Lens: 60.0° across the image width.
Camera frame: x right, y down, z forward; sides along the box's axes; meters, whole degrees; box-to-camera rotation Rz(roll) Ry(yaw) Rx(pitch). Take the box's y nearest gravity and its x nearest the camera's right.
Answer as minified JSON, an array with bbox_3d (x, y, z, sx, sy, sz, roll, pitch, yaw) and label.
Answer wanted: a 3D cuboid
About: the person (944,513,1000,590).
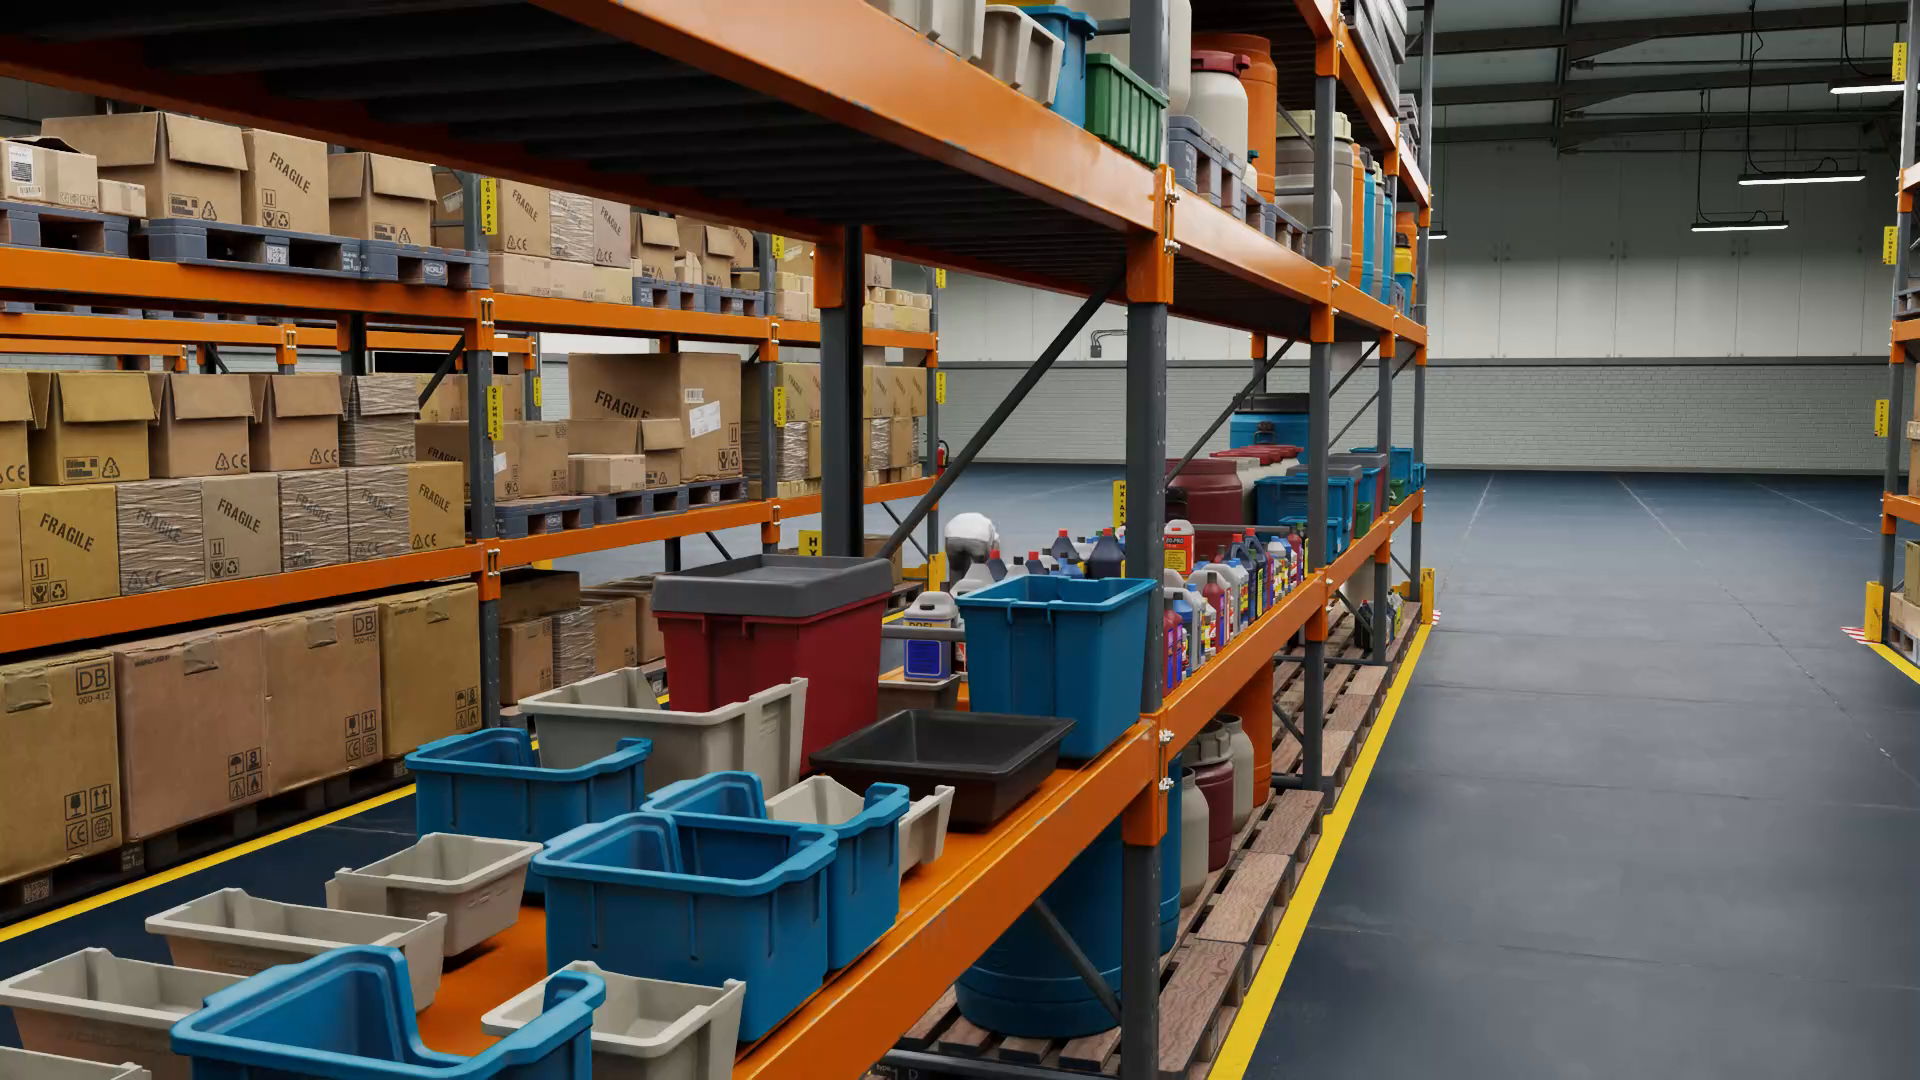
[{"bbox_3d":[0.143,0.230,16.425,0.479,1.028,1.002,1,5,14],"label":"person"}]
